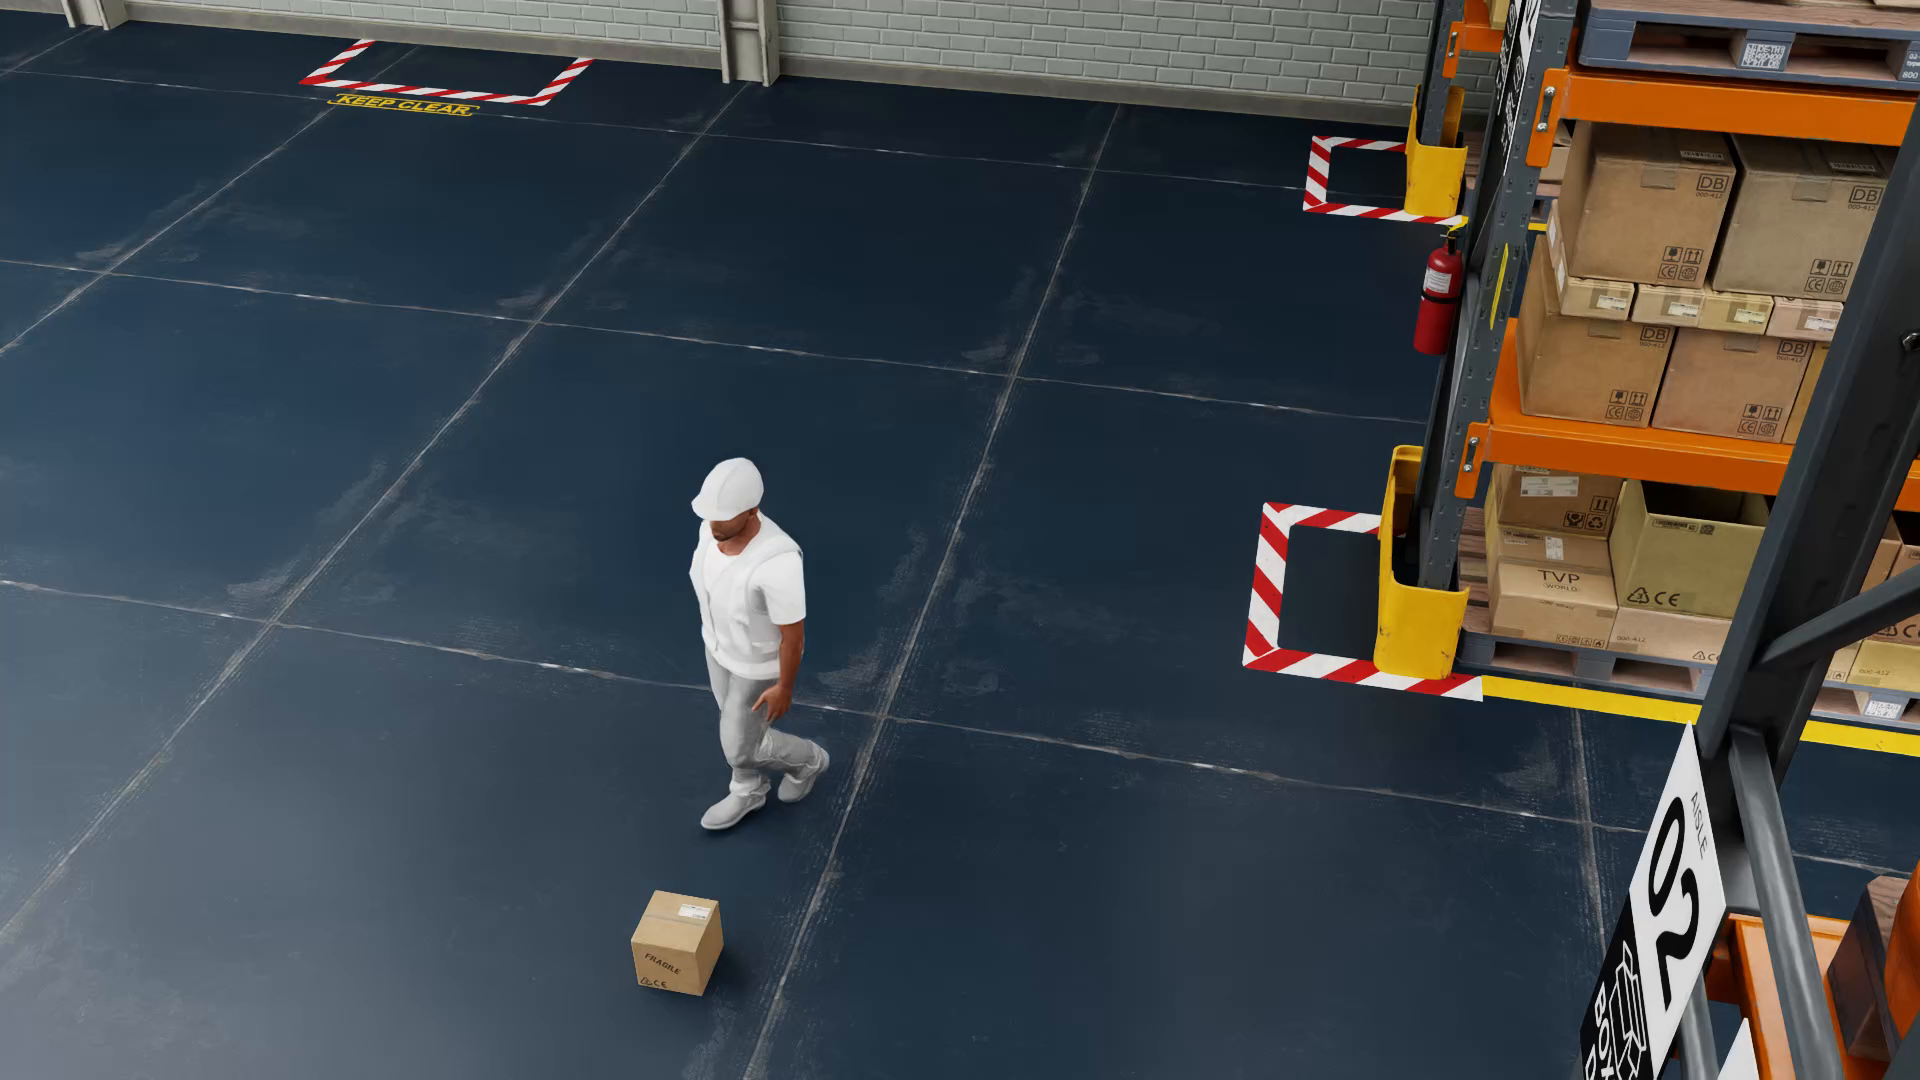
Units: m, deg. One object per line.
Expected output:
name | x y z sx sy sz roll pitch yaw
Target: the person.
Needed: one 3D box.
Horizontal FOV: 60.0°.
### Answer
person | -0.804 0.415 6.382 0.544 1.775 0.634 -25 43 -30
